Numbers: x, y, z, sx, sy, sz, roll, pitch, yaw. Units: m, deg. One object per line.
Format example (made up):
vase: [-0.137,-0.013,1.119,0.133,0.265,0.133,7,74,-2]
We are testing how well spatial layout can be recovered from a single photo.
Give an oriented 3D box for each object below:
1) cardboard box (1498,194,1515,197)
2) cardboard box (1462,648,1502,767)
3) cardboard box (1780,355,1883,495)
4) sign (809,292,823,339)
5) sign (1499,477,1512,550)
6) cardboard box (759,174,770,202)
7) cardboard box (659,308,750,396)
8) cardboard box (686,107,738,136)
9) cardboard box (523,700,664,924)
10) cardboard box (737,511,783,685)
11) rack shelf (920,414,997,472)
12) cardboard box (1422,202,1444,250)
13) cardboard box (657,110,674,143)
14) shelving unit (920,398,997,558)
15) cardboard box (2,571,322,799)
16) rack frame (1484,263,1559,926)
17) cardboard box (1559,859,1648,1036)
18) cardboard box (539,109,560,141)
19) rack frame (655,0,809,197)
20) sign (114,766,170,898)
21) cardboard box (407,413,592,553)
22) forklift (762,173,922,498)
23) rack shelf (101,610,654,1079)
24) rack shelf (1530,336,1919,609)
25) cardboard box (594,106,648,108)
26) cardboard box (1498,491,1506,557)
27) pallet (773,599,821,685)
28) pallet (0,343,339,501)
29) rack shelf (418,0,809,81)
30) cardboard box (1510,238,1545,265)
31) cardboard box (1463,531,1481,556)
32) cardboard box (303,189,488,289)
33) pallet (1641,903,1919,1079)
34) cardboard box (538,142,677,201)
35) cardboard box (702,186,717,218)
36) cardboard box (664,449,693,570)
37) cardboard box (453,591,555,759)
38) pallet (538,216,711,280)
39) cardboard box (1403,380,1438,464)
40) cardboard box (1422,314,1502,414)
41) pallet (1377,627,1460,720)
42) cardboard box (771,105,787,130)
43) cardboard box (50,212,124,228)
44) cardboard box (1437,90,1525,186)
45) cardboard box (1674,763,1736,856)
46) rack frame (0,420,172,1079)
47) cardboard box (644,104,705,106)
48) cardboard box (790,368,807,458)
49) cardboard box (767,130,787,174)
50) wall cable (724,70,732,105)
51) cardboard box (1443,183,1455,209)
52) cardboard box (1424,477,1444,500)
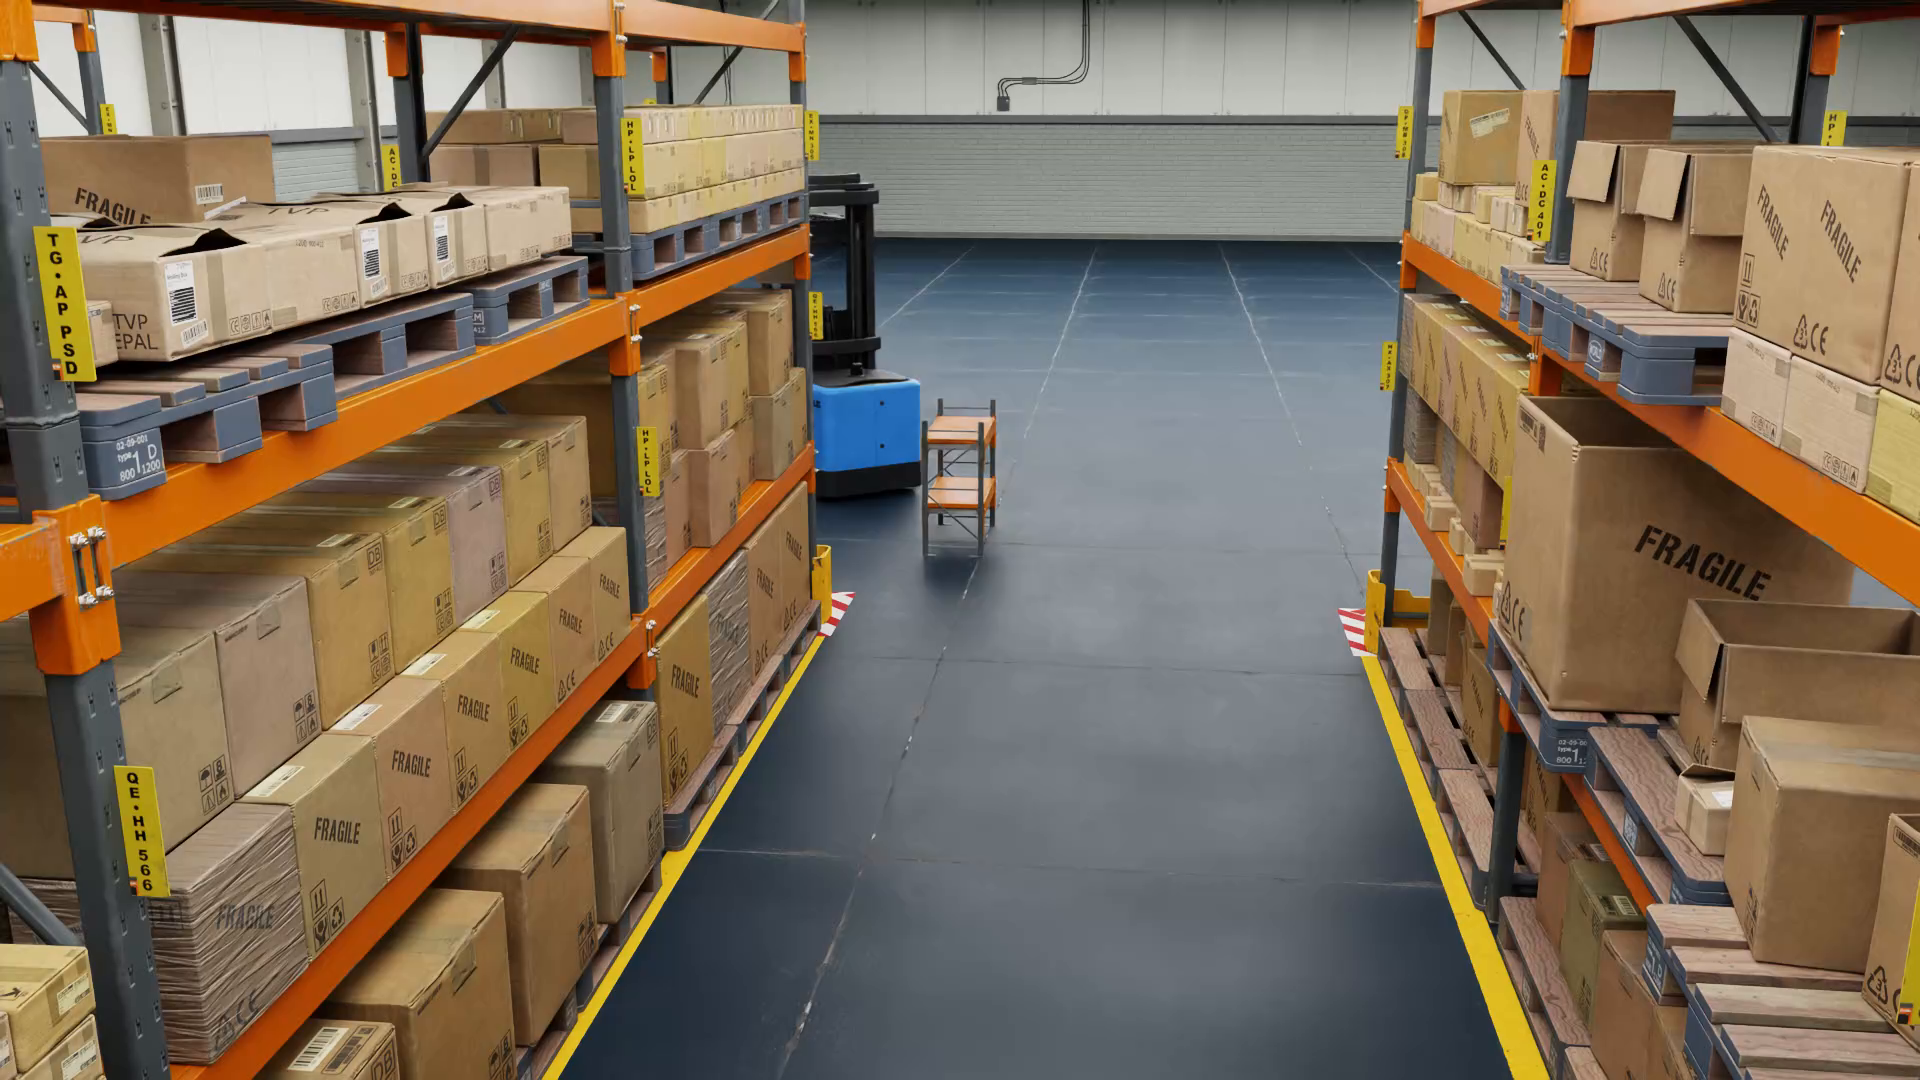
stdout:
cardboard box: [2.853,-1.614,8.161,0.380,0.149,0.250,2,15,8]
cardboard box: [3.066,0.908,9.043,0.500,0.500,0.500,0,15,1]
cardboard box: [2.334,-0.279,3.990,0.500,0.250,0.500,2,15,6]
sign: [-0.996,-1.545,11.458,0.100,0.325,0.005,2,15,6]
sign: [2.392,-0.114,7.177,0.100,0.325,0.005,2,15,6]
cardboard box: [-1.349,-2.109,9.953,0.380,0.149,0.250,1,15,5]
cardboard box: [-1.782,-1.103,10.140,0.875,0.550,0.550,2,15,6]
cardboard box: [-1.434,-2.296,9.116,0.380,0.149,0.250,2,15,6]
cardboard box: [-1.965,1.193,7.509,1.050,0.750,0.750,2,15,6]
cardboard box: [-1.641,0.338,10.433,0.875,0.875,0.875,1,15,5]
rack shelf: [-0.001,-0.824,13.932,0.538,0.278,1.000,2,15,6]
cardboard box: [3.020,-1.843,9.774,0.500,0.250,0.500,1,15,5]
cardboard box: [-1.578,-1.967,7.902,0.380,0.149,0.250,2,15,6]
shelving unit: [-0.001,-0.541,14.009,0.538,1.125,1.048,2,15,6]
cardboard box: [-2.320,0.405,4.810,0.700,0.500,0.500,1,15,5]
rack frame: [2.932,0.318,7.238,1.000,3.000,0.127,2,15,6]
cardboard box: [2.769,1.594,6.465,0.700,0.500,0.500,2,15,6]
cardboard box: [-2.202,-2.052,8.214,0.380,0.149,0.250,2,15,6]
rack frame: [-1.533,-3.787,10.929,1.000,3.000,0.127,2,15,6]
sign: [-1.896,0.676,3.848,0.100,0.325,0.005,2,15,6]
cardboard box: [-2.035,-0.256,7.255,0.700,0.500,0.500,1,15,5]
forklift: [-1.531,-2.138,16.452,1.130,2.935,3.031,-9,17,-29]
rack shelf: [-2.210,1.012,6.051,1.077,0.370,4.000,2,15,6]
rack shelf: [2.707,-0.264,5.022,1.077,0.370,4.000,2,15,6]
cardboard box: [-2.032,-2.447,9.677,0.380,0.149,0.250,2,15,6]
cardboard box: [3.136,-0.117,8.087,0.875,0.500,0.500,2,15,6]
pallet: [-1.546,0.664,11.301,1.003,0.211,1.213,2,15,6]
pallet: [-2.416,-0.342,4.295,1.213,0.211,1.003,2,15,9]
rack shelf: [-1.759,-2.728,9.157,1.077,0.370,4.000,2,15,6]
cardboard box: [2.724,-1.183,7.332,0.500,0.250,0.500,2,15,8]
cardboard box: [2.855,0.052,8.703,0.380,0.149,0.250,2,15,6]
cardboard box: [-1.964,-1.049,5.723,0.500,0.311,0.500,1,15,4]
pallet: [2.456,1.260,4.122,1.213,0.211,1.003,2,15,6]
cardboard box: [-1.651,-1.743,7.835,0.500,0.250,0.500,2,15,7]
cardboard box: [-1.493,-1.780,8.737,0.380,0.149,0.250,1,15,5]
cardboard box: [-1.915,-0.166,8.741,0.875,0.550,0.550,2,15,6]
cardboard box: [-1.892,0.503,6.364,0.500,0.500,0.500,2,15,7]
pallet: [-1.882,-1.471,8.279,1.003,0.211,1.213,2,15,6]
cardboard box: [3.294,-0.769,10.499,0.875,0.500,0.500,2,15,6]
cardboard box: [2.932,-1.000,9.436,0.500,0.500,0.500,2,15,6]
pallet: [3.248,0.856,10.591,1.003,0.211,1.213,2,15,6]
cardboard box: [-1.293,-2.626,10.336,0.380,0.149,0.250,2,15,7]
cardboard box: [-2.616,-0.752,4.626,0.500,0.311,0.500,2,15,6]
cardboard box: [2.948,-2.223,9.172,0.500,0.500,0.500,2,15,6]
cardboard box: [2.401,0.777,4.993,0.396,0.266,0.258,1,15,5]
rack frame: [-2.436,1.183,4.039,1.000,3.000,0.127,2,15,6]
cardboard box: [-1.887,-2.777,10.896,0.380,0.149,0.250,2,15,7]
cardboard box: [-1.530,-0.866,11.332,0.875,0.550,0.550,2,15,6]
cardboard box: [-1.368,-2.397,10.254,0.500,0.250,0.500,2,15,6]
wall cable: [-7.338,-10.905,43.201,3.097,2.526,0.112,2,15,6]
cardboard box: [2.958,-1.958,9.432,0.380,0.149,0.250,2,15,6]
cardboard box: [2.981,-0.272,9.904,0.380,0.149,0.250,2,15,6]
